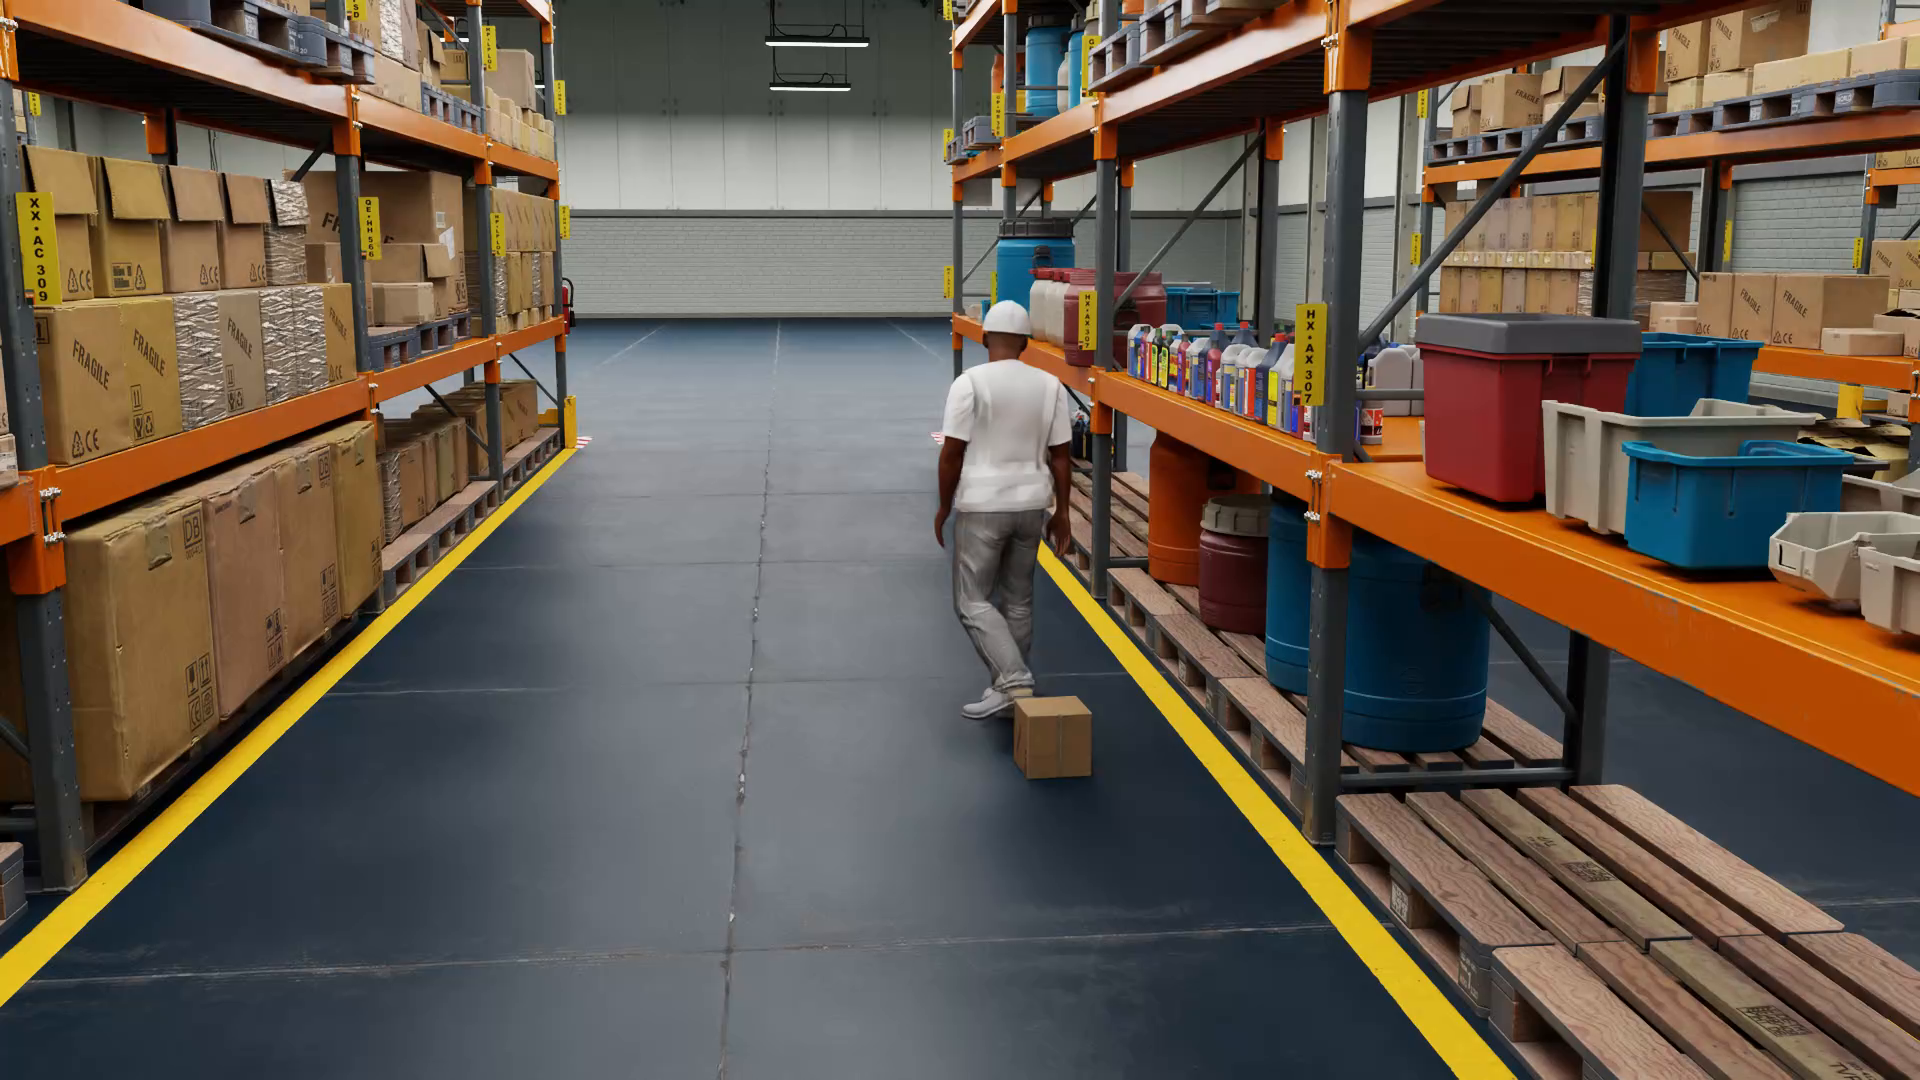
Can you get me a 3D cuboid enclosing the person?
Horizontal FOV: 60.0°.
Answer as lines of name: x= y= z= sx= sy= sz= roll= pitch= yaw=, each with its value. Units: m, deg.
person: x=0.216 y=-0.103 z=6.914 sx=0.589 sy=1.764 sz=0.607 roll=-5 pitch=11 yaw=-25
